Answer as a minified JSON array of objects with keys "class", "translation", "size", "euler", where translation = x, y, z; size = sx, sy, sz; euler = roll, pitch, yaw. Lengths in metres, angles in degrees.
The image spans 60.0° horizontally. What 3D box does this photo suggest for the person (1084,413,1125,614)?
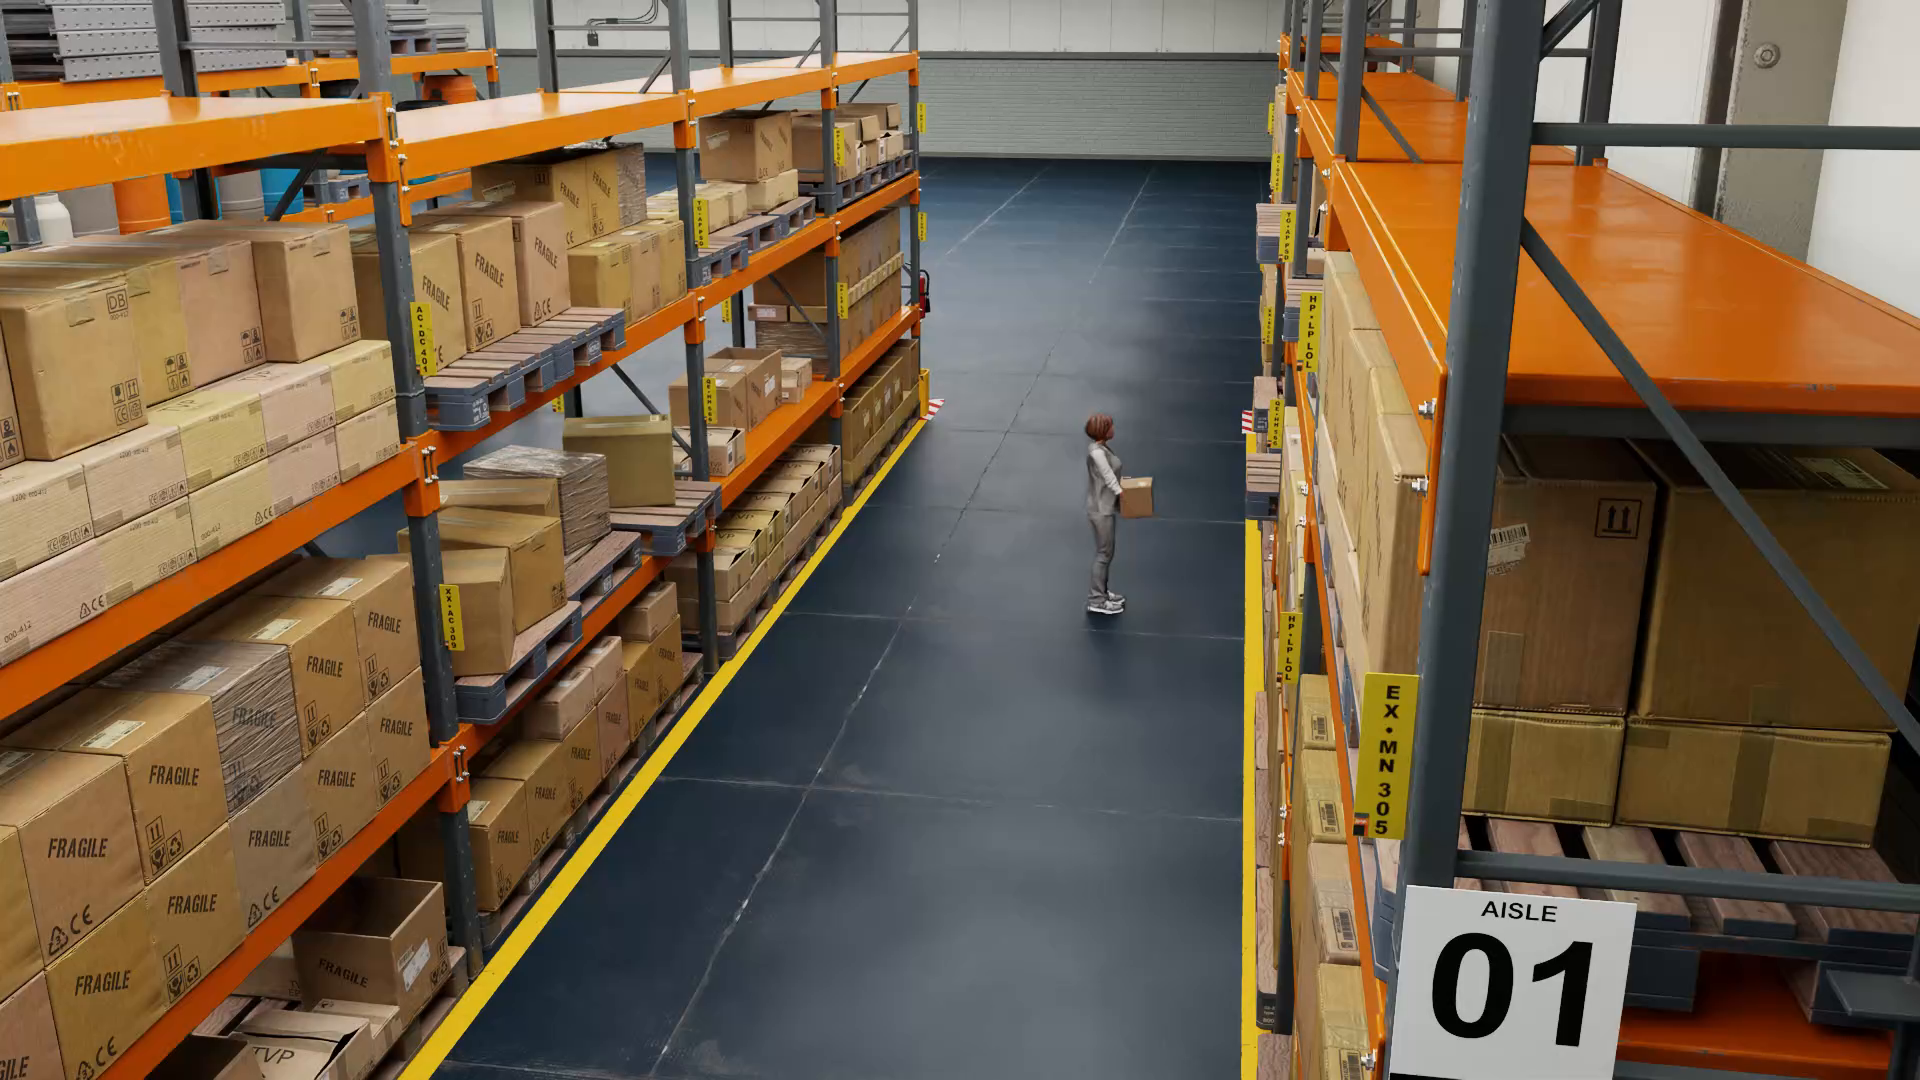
[{"class":"person","translation":[1.223,-0.227,13.257],"size":[0.477,1.598,0.426],"euler":[1,18,4]}]
